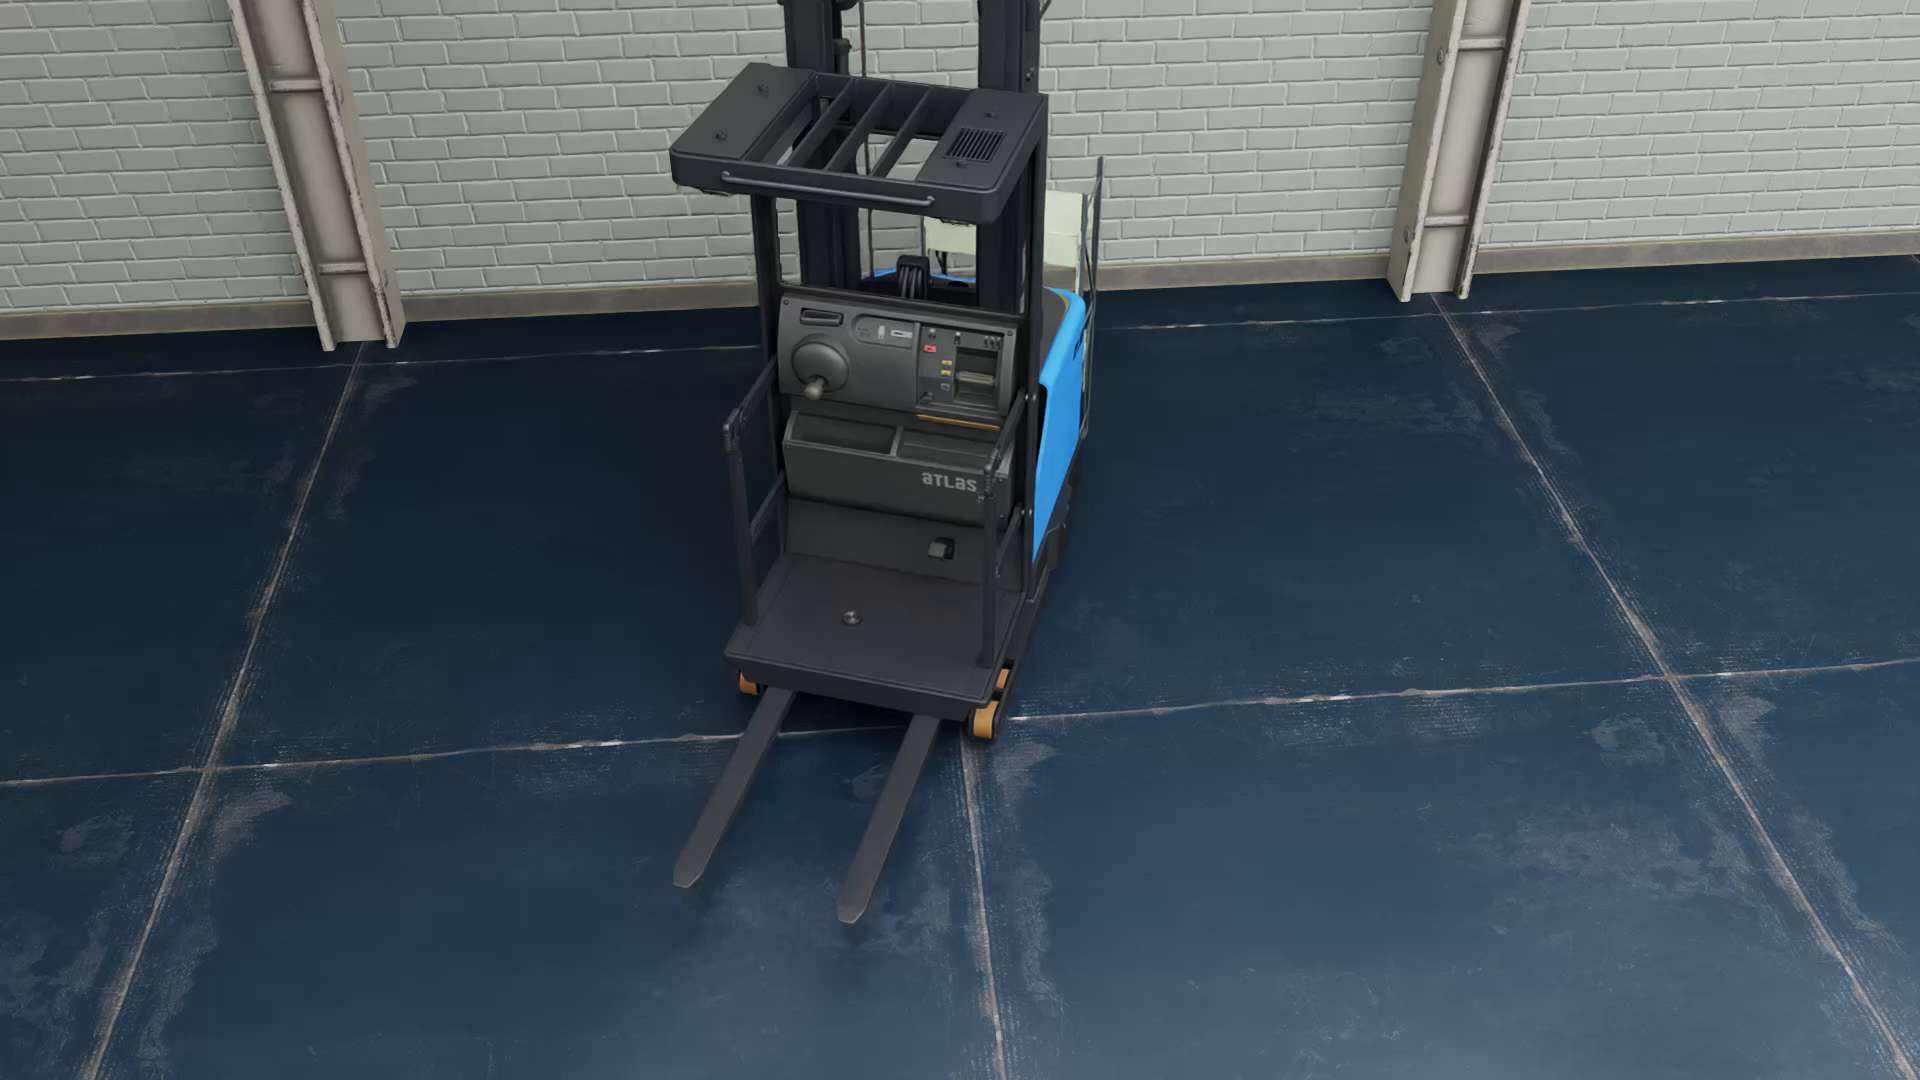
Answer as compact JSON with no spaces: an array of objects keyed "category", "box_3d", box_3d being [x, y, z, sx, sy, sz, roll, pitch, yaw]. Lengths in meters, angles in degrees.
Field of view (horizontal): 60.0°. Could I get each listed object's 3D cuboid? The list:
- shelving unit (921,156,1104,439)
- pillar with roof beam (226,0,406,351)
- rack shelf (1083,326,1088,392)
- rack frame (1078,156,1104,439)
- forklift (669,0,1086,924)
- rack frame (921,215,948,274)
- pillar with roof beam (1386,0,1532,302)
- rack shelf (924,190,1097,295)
[{"category":"shelving unit","box_3d":[0.237,-1.089,7.919,0.755,1.500,0.431,9,39,11]},{"category":"pillar with roof beam","box_3d":[-2.903,-2.012,3.035,0.400,9.000,9.100,-3,38,-4]},{"category":"rack shelf","box_3d":[0.237,-0.833,8.121,0.720,0.370,0.431,9,39,11]},{"category":"rack frame","box_3d":[0.592,-1.033,7.848,0.023,1.500,0.400,9,39,11]},{"category":"forklift","box_3d":[-0.299,-0.615,6.163,1.130,2.935,3.031,9,39,12]},{"category":"rack frame","box_3d":[-0.117,-1.145,7.991,0.023,1.500,0.400,9,39,11]},{"category":"pillar with roof beam","box_3d":[3.073,-2.341,3.452,0.400,9.000,9.100,-3,38,-4]},{"category":"rack shelf","box_3d":[0.237,-1.395,7.677,0.720,0.370,0.431,9,39,11]}]
